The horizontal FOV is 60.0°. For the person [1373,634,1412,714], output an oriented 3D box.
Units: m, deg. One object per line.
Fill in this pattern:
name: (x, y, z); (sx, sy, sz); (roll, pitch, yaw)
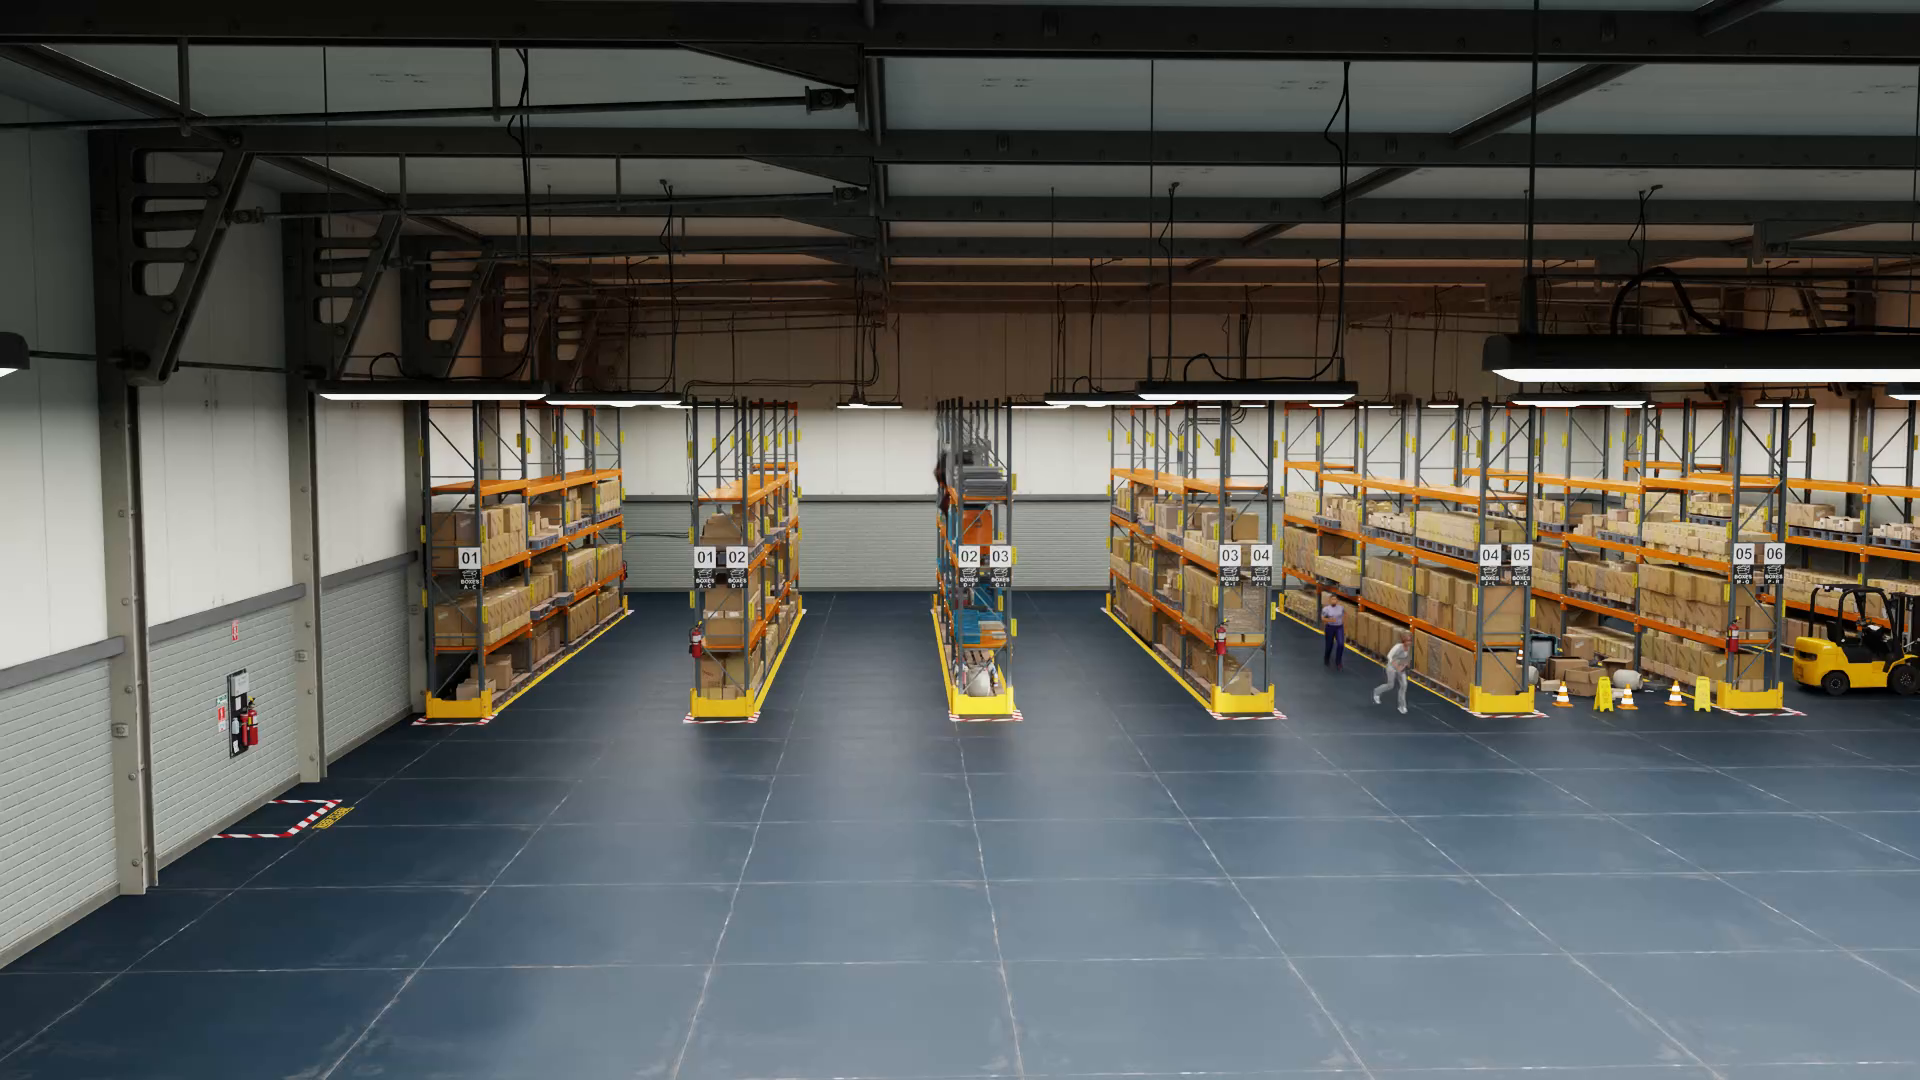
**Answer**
person: (8.279, 2.527, 31.847); (0.569, 1.537, 0.913); (-3, 5, -35)

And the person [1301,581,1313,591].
person: (10.298, 1.086, 48.991); (0.517, 1.711, 0.713); (4, 6, 41)

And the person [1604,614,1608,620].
person: (17.074, 1.451, 44.632); (0.671, 1.719, 0.799); (-2, 5, -22)

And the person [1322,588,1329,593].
person: (10.912, 1.008, 49.920); (0.678, 1.736, 0.710); (-2, 5, -29)

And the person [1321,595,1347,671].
person: (8.356, 2.101, 37.117); (0.608, 1.603, 0.802); (0, 4, 3)
